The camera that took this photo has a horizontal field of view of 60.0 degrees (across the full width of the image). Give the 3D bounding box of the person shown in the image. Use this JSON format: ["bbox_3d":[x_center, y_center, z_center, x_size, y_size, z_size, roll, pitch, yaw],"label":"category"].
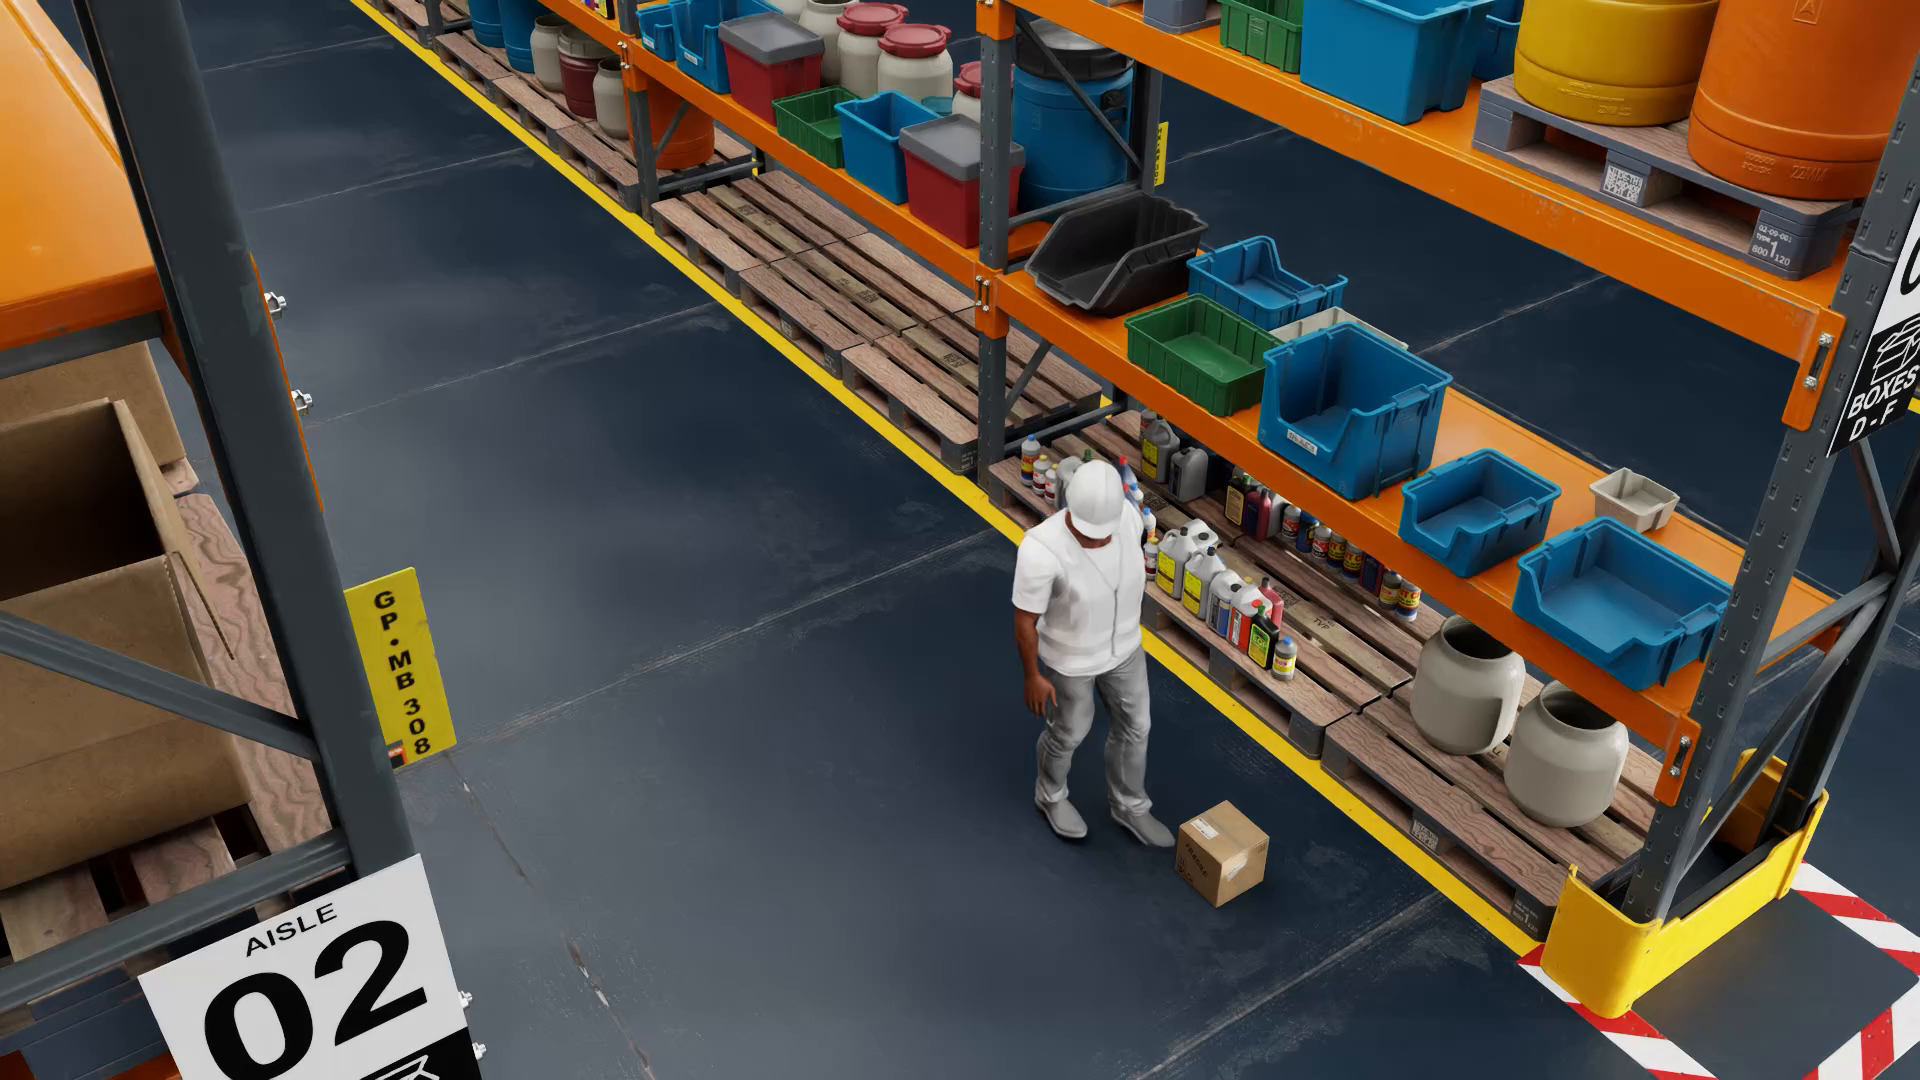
[{"bbox_3d":[0.532,0.483,6.324,0.615,1.801,0.550,-22,42,-27],"label":"person"}]
